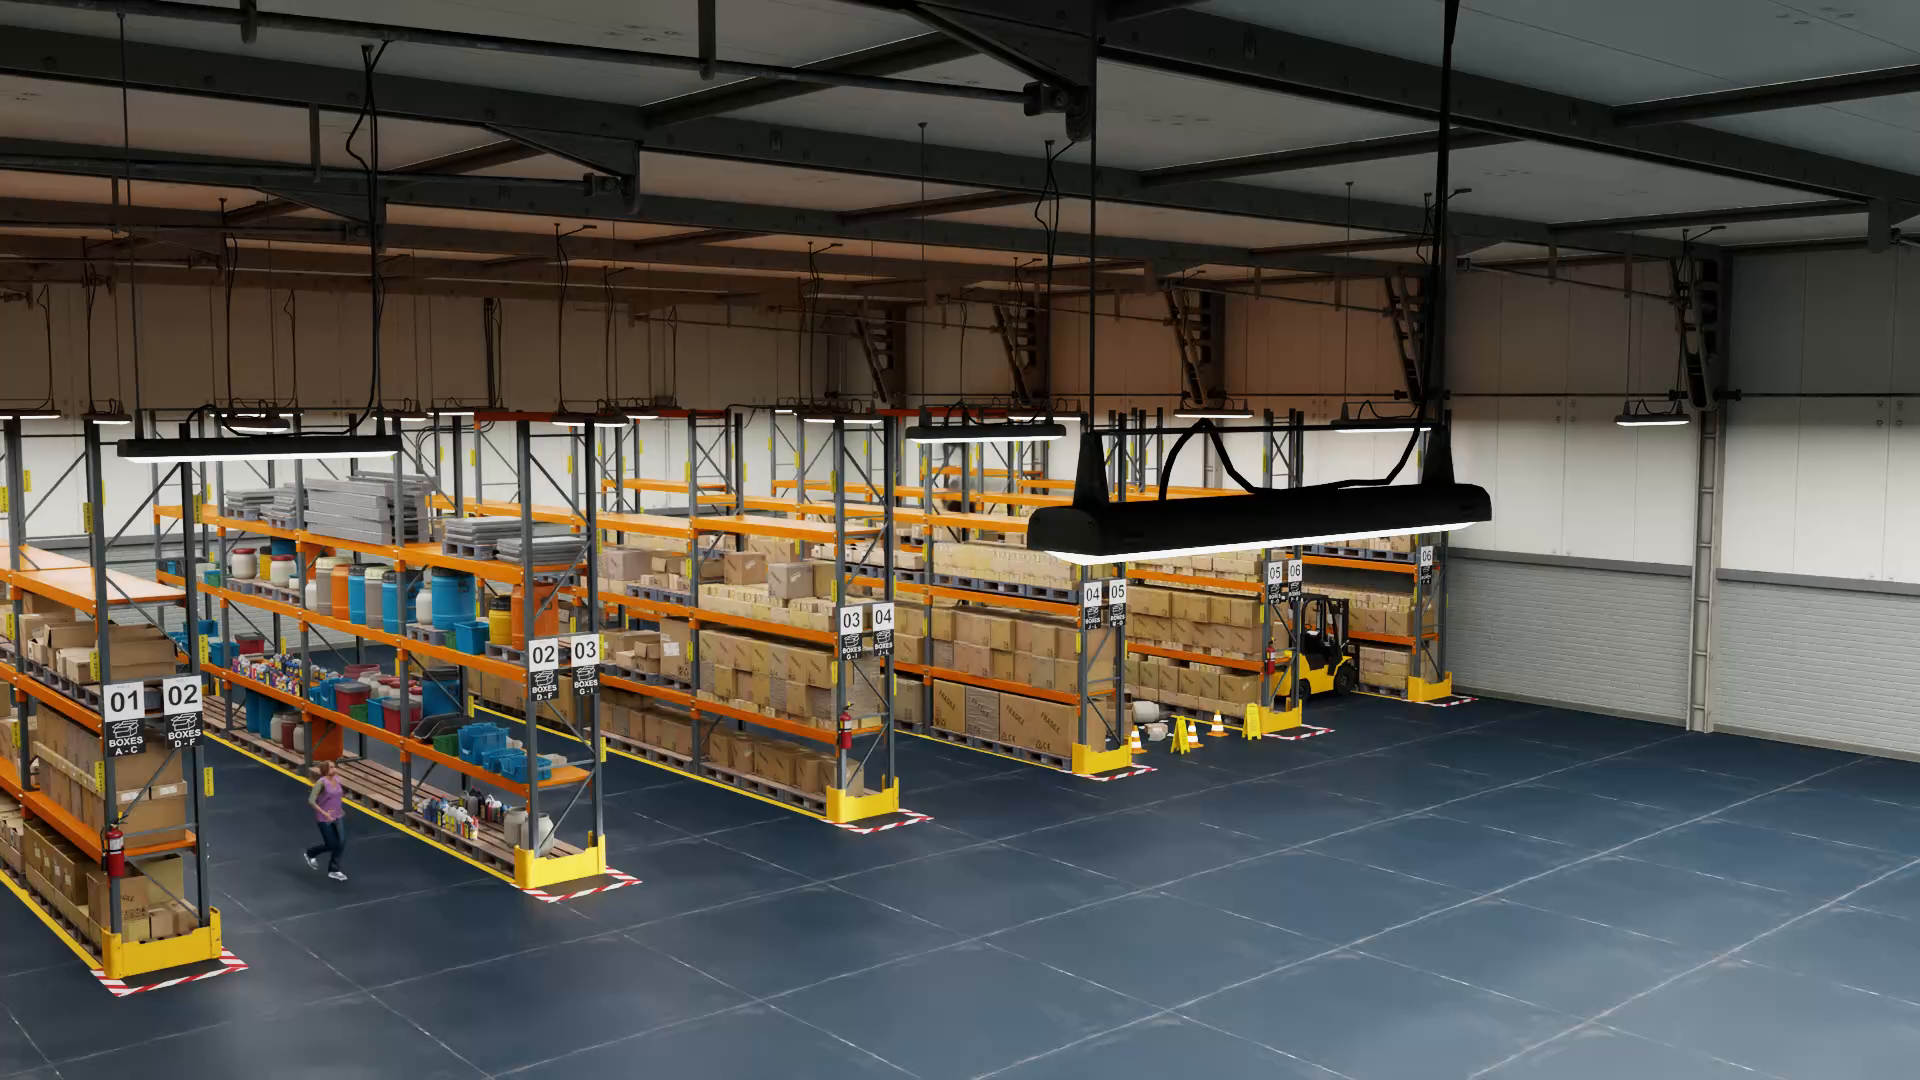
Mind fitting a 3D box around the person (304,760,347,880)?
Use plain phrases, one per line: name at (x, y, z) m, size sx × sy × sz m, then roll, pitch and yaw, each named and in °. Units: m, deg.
person at (-8.301, 3.659, 21.763) m, size 0.638 × 1.556 × 0.547 m, roll 2°, pitch 6°, yaw 24°
